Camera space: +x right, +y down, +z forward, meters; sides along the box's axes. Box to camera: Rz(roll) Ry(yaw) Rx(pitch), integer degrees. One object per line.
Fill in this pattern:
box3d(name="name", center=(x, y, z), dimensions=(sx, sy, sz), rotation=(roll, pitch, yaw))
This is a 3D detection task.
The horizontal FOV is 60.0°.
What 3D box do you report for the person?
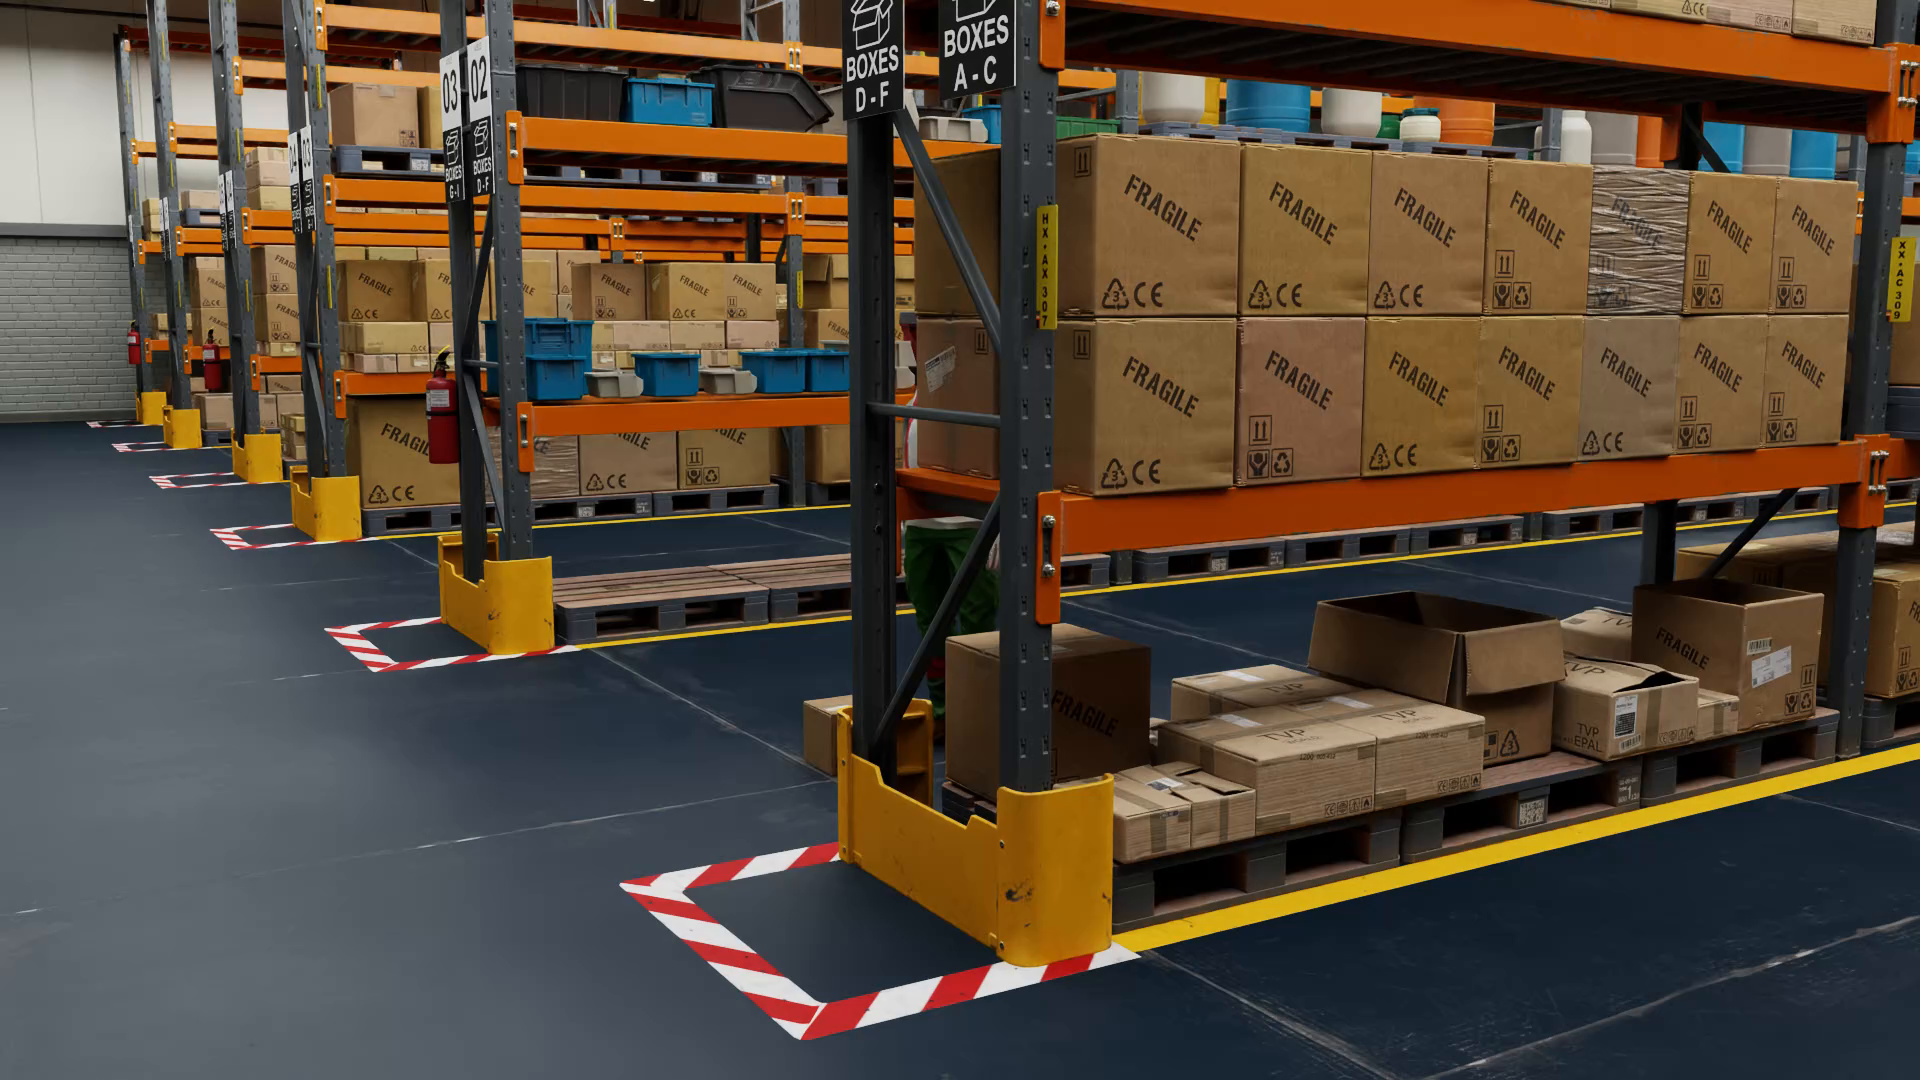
box3d(name="person", center=(-0.045, -0.039, 6.886), dimensions=(0.638, 1.791, 0.369), rotation=(6, 10, 34))
